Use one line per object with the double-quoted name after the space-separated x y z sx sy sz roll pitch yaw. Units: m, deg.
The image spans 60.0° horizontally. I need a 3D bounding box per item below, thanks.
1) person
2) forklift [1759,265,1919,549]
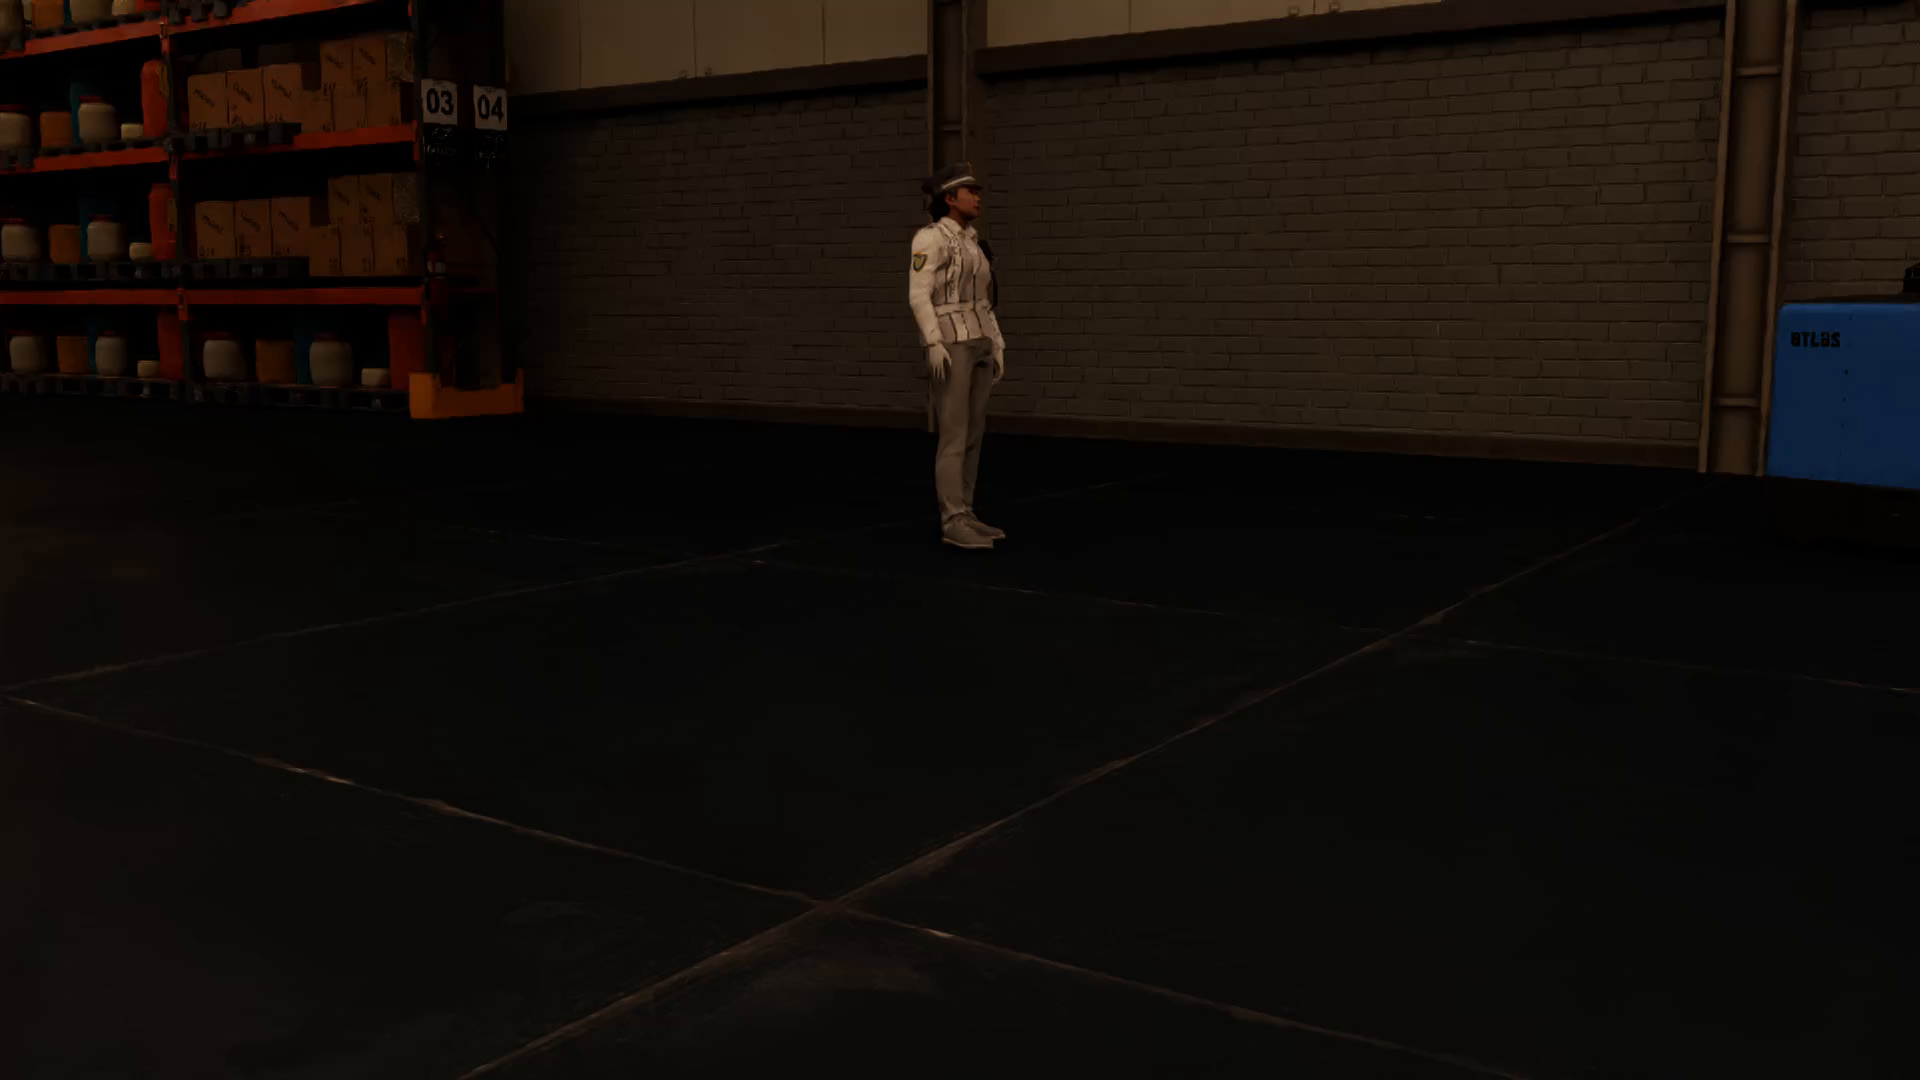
0.052 -0.840 7.440 0.533 1.695 0.586 5 10 34 "person"
4.855 -1.303 6.354 1.130 2.935 3.031 -6 10 -36 "forklift"
